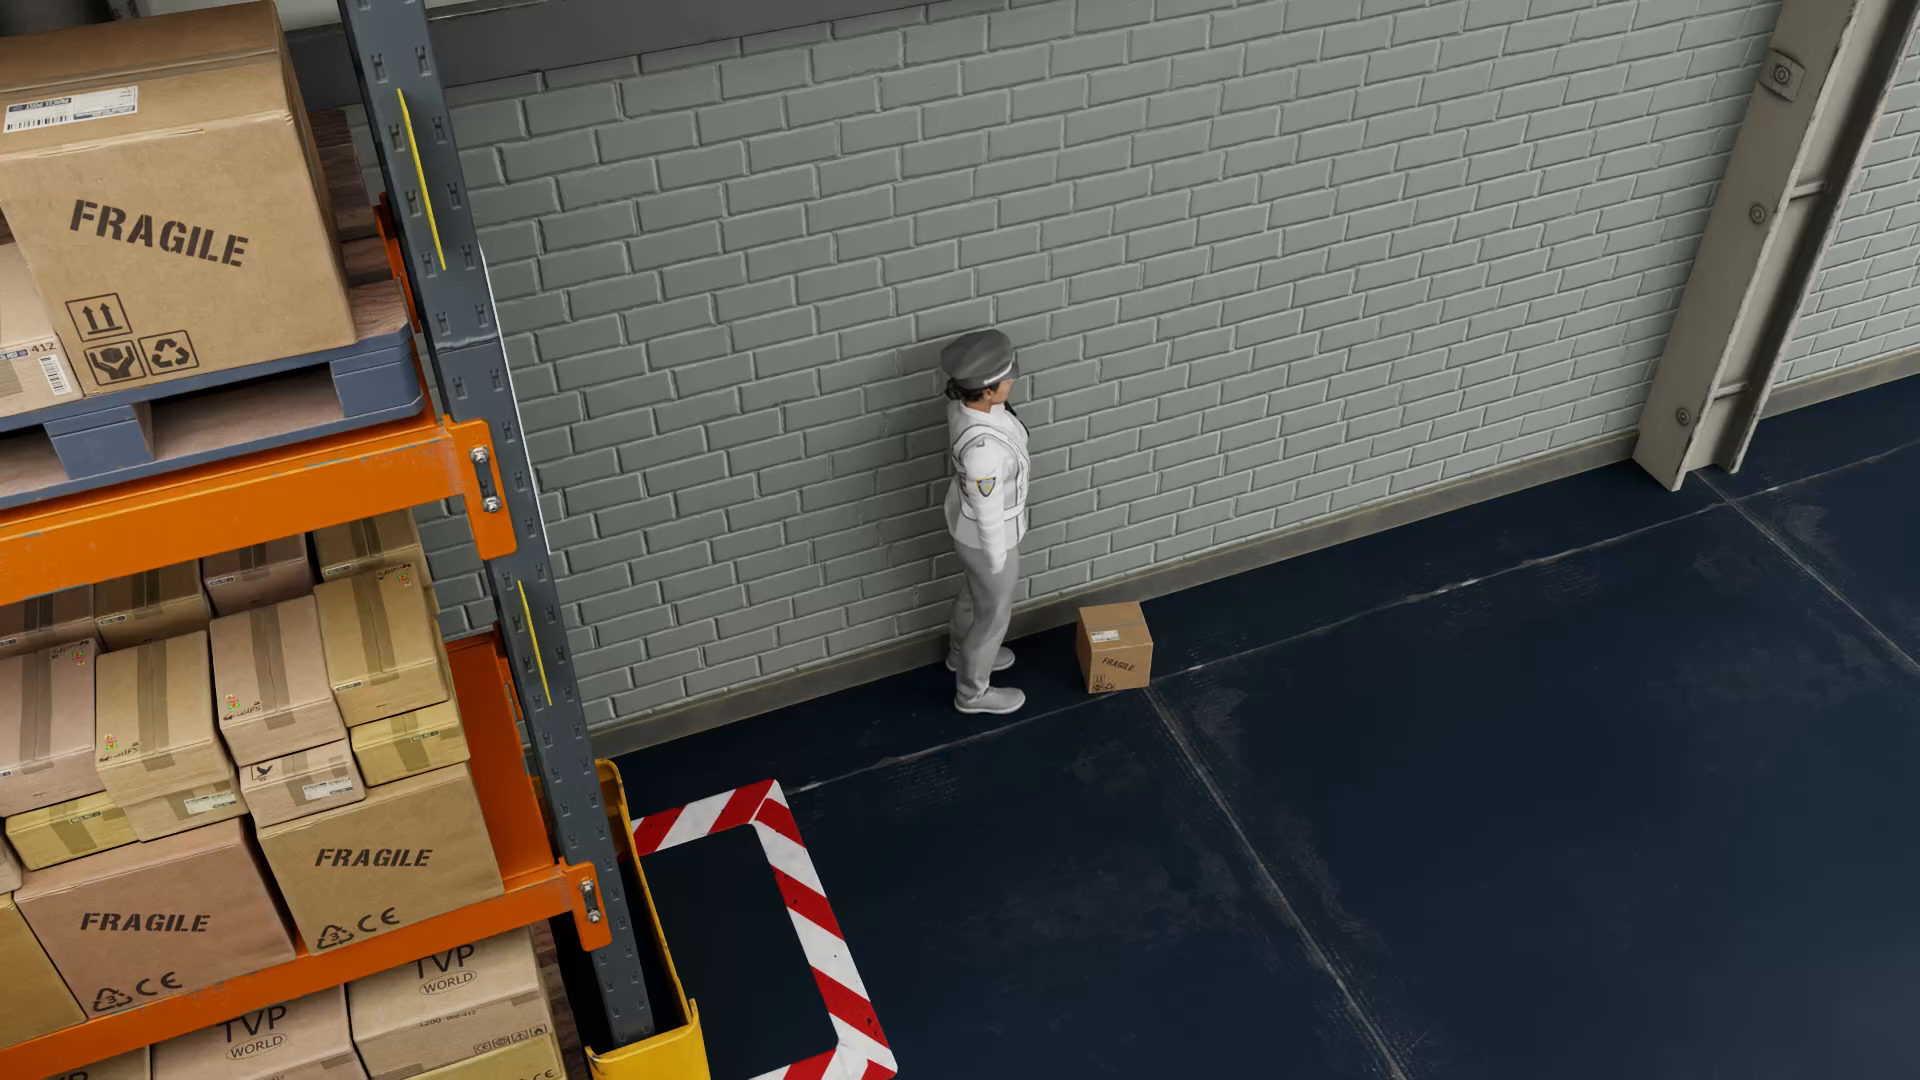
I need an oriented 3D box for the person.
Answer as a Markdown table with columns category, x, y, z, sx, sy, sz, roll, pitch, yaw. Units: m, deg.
| category | x | y | z | sx | sy | sz | roll | pitch | yaw |
| --- | --- | --- | --- | --- | --- | --- | --- | --- | --- |
| person | 0.103 | -0.051 | 6.209 | 0.337 | 1.676 | 0.465 | -5 | 42 | -6 |
